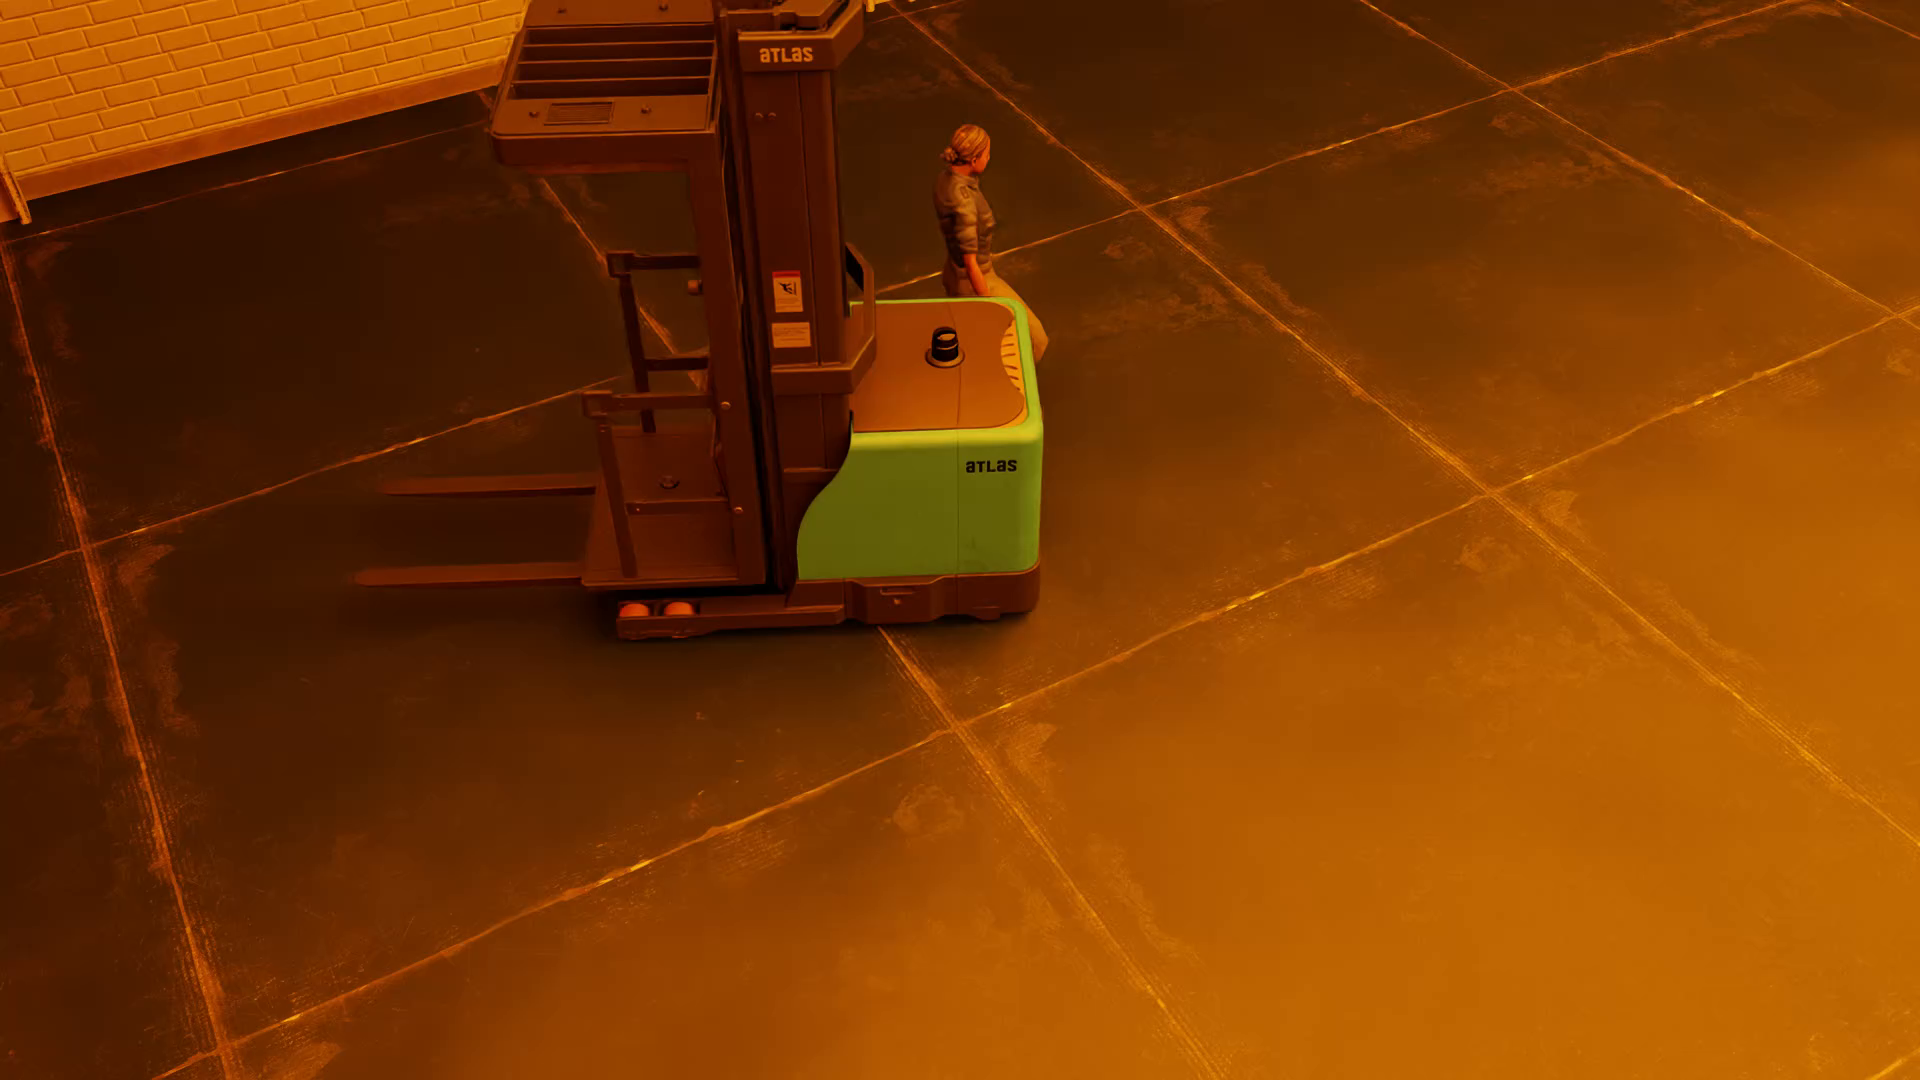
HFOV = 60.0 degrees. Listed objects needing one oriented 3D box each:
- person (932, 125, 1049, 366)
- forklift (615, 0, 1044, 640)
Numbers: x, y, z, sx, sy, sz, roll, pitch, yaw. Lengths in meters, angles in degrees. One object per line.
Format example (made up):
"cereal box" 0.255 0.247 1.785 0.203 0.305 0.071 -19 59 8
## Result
"person" 0.061 -1.321 8.174 0.619 1.553 0.865 -9 44 -10
"forklift" -1.179 -1.004 6.780 3.031 2.935 1.130 -2 43 -2
